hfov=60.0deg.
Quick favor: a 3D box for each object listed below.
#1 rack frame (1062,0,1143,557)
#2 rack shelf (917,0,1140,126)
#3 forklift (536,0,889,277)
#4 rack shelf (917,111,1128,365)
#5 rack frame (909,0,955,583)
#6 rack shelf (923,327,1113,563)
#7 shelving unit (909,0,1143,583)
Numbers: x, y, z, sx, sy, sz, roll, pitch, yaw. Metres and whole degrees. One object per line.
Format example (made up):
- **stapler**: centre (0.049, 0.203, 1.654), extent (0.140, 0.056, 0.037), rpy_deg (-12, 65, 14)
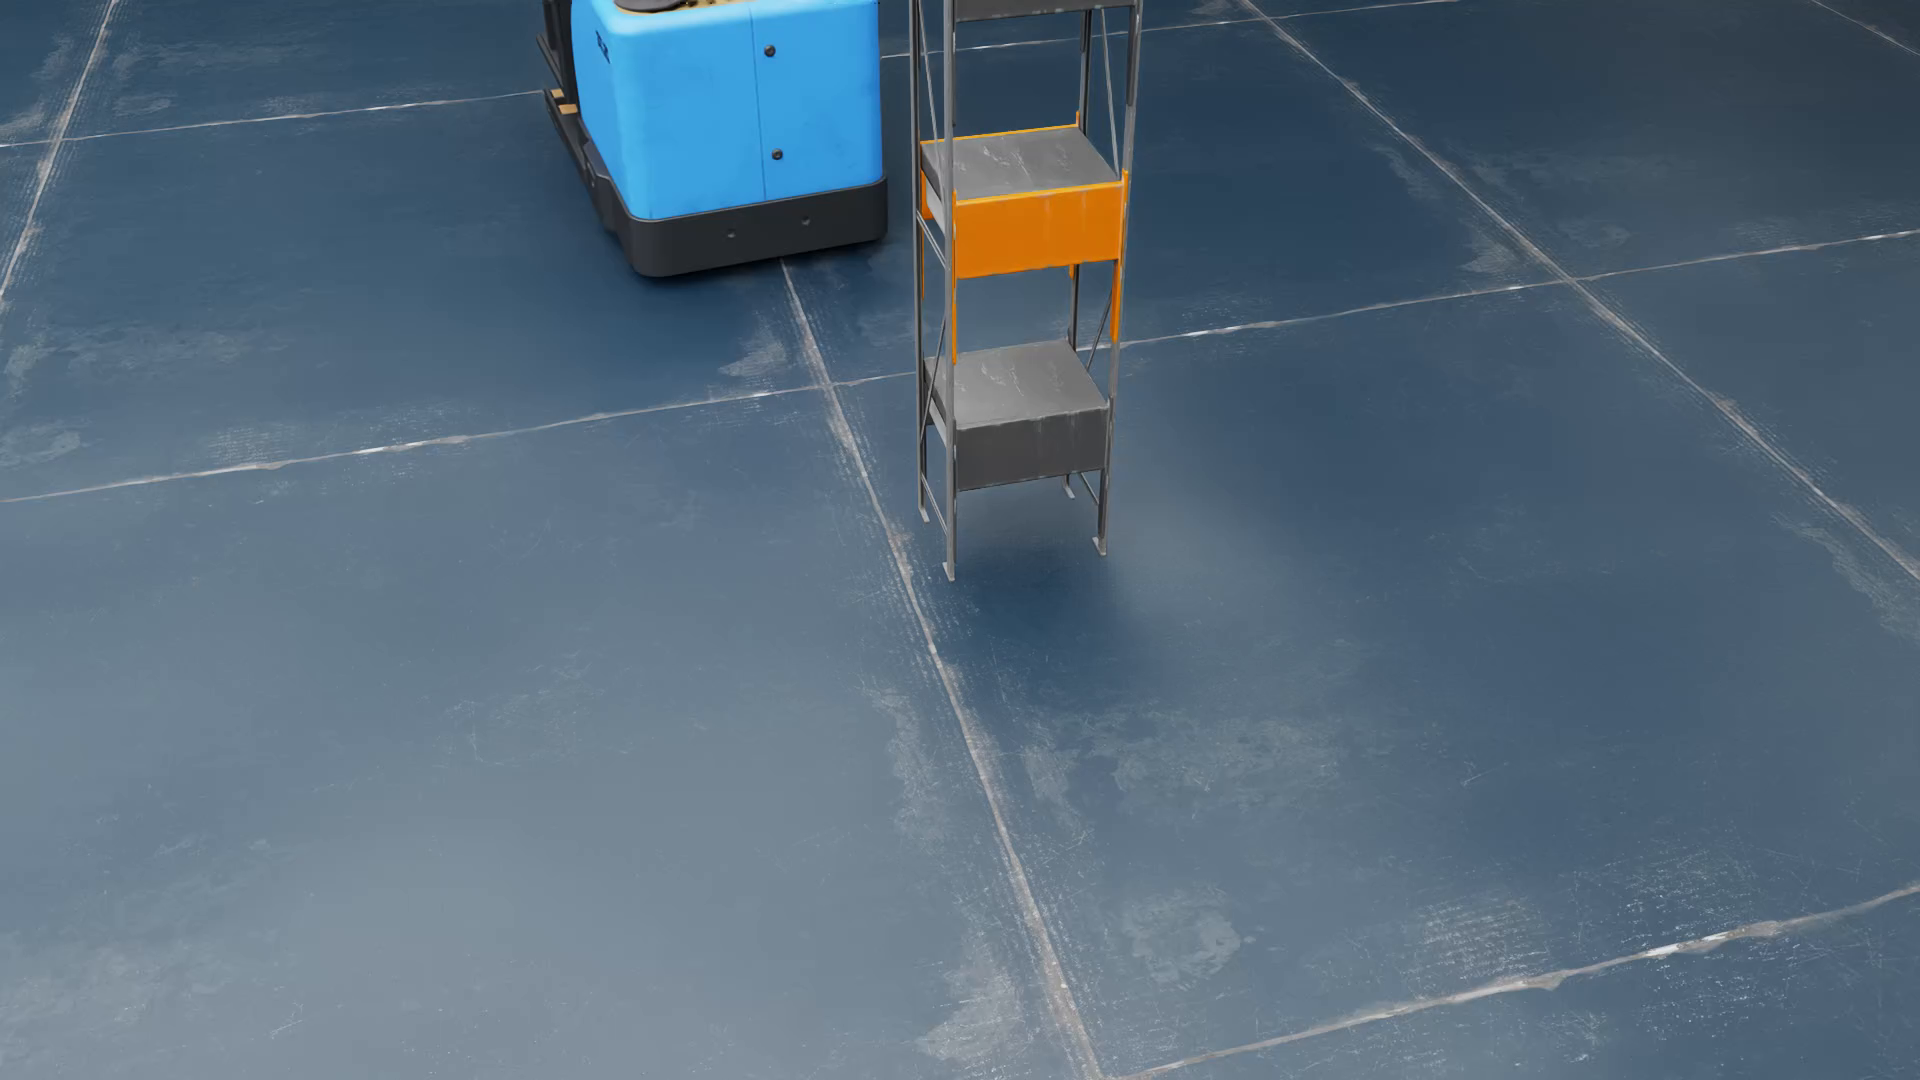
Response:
- **rack frame**: centre (0.395, -0.899, 4.697), extent (0.015, 2.100, 0.400), rpy_deg (-9, 38, -12)
- **rack shelf**: centre (0.160, -1.405, 4.229), extent (0.480, 0.518, 0.431), rpy_deg (-9, 38, -12)
- **forklift**: centre (-1.298, -3.083, 6.867), extent (1.130, 2.935, 3.031), rpy_deg (-13, 39, -17)
- **rack shelf**: centre (0.160, -0.849, 4.655), extent (0.480, 0.518, 0.431), rpy_deg (-9, 38, -12)
- **rack frame**: centre (-0.076, -0.822, 4.596), extent (0.015, 2.100, 0.400), rpy_deg (-9, 38, -12)
- **rack shelf**: centre (0.160, -0.293, 5.080), extent (0.480, 0.518, 0.431), rpy_deg (-9, 38, -12)
- **shelving unit**: centre (0.160, -0.860, 4.646), extent (0.503, 2.100, 0.431), rpy_deg (-9, 38, -12)
